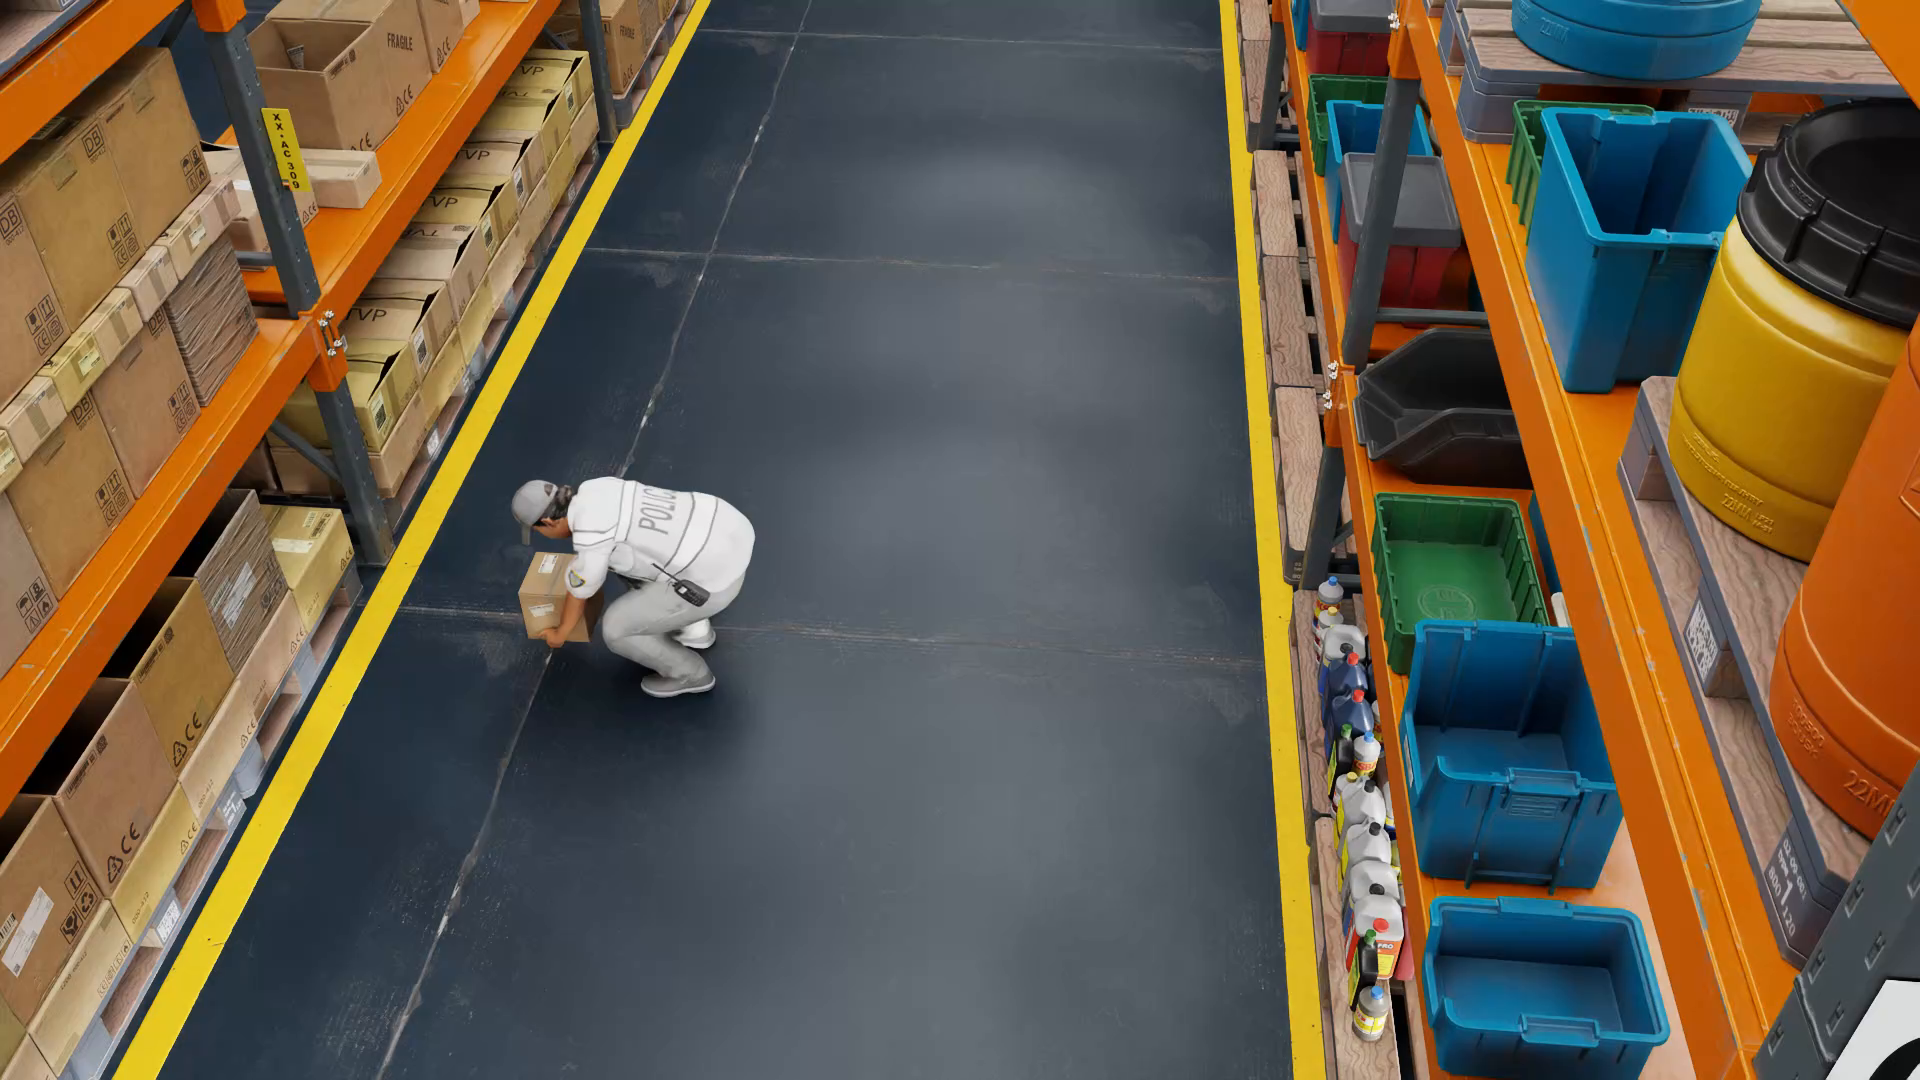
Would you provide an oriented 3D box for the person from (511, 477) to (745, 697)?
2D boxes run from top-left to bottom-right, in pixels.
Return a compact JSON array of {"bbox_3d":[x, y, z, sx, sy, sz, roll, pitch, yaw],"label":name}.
[{"bbox_3d":[-1.263,0.147,6.547,0.871,0.943,0.507,2,40,3],"label":"person"}]
